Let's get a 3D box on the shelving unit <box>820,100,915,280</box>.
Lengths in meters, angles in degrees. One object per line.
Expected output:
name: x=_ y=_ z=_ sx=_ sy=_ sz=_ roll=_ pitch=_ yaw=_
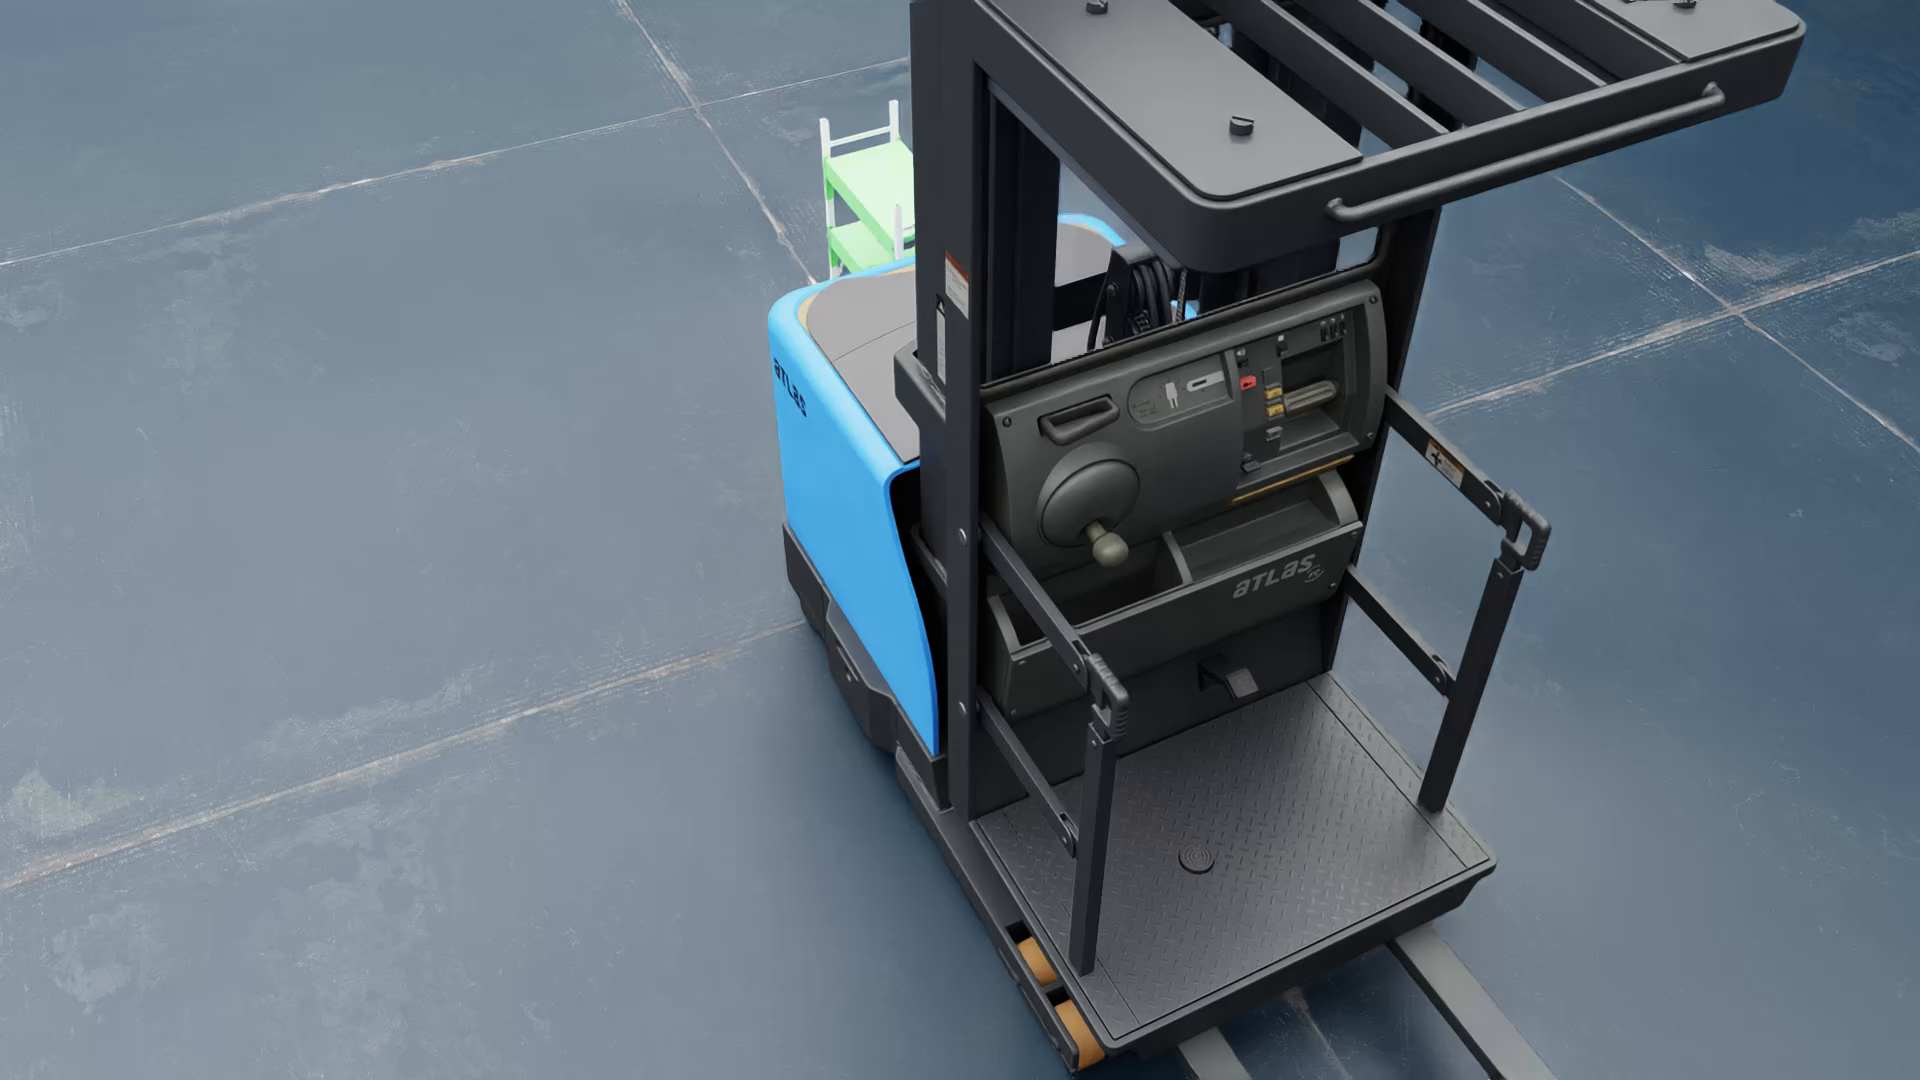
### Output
shelving unit: x=-0.180 y=-0.658 z=5.063 sx=0.258 sy=1.200 sz=0.503 roll=-20 pitch=48 yaw=-19

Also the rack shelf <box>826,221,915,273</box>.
rack shelf: x=-0.180 y=-0.783 z=4.939 sx=0.258 sy=0.148 sz=0.480 roll=-20 pitch=48 yaw=-19

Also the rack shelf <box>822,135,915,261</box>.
rack shelf: x=-0.180 y=-0.954 z=4.770 sx=0.258 sy=0.148 sz=0.480 roll=-20 pitch=48 yaw=-19

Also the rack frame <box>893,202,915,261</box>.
rack frame: x=-0.070 y=-0.505 z=4.908 sx=0.240 sy=1.200 sz=0.015 roll=-20 pitch=48 yaw=-19

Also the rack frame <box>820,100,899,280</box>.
rack frame: x=-0.291 y=-0.811 z=5.217 sx=0.240 sy=1.200 sz=0.015 roll=-20 pitch=48 yaw=-19

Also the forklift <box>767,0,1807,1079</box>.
forklift: x=0.593 y=-0.148 z=3.313 sx=1.130 sy=2.935 sz=3.031 roll=-20 pitch=48 yaw=-19
